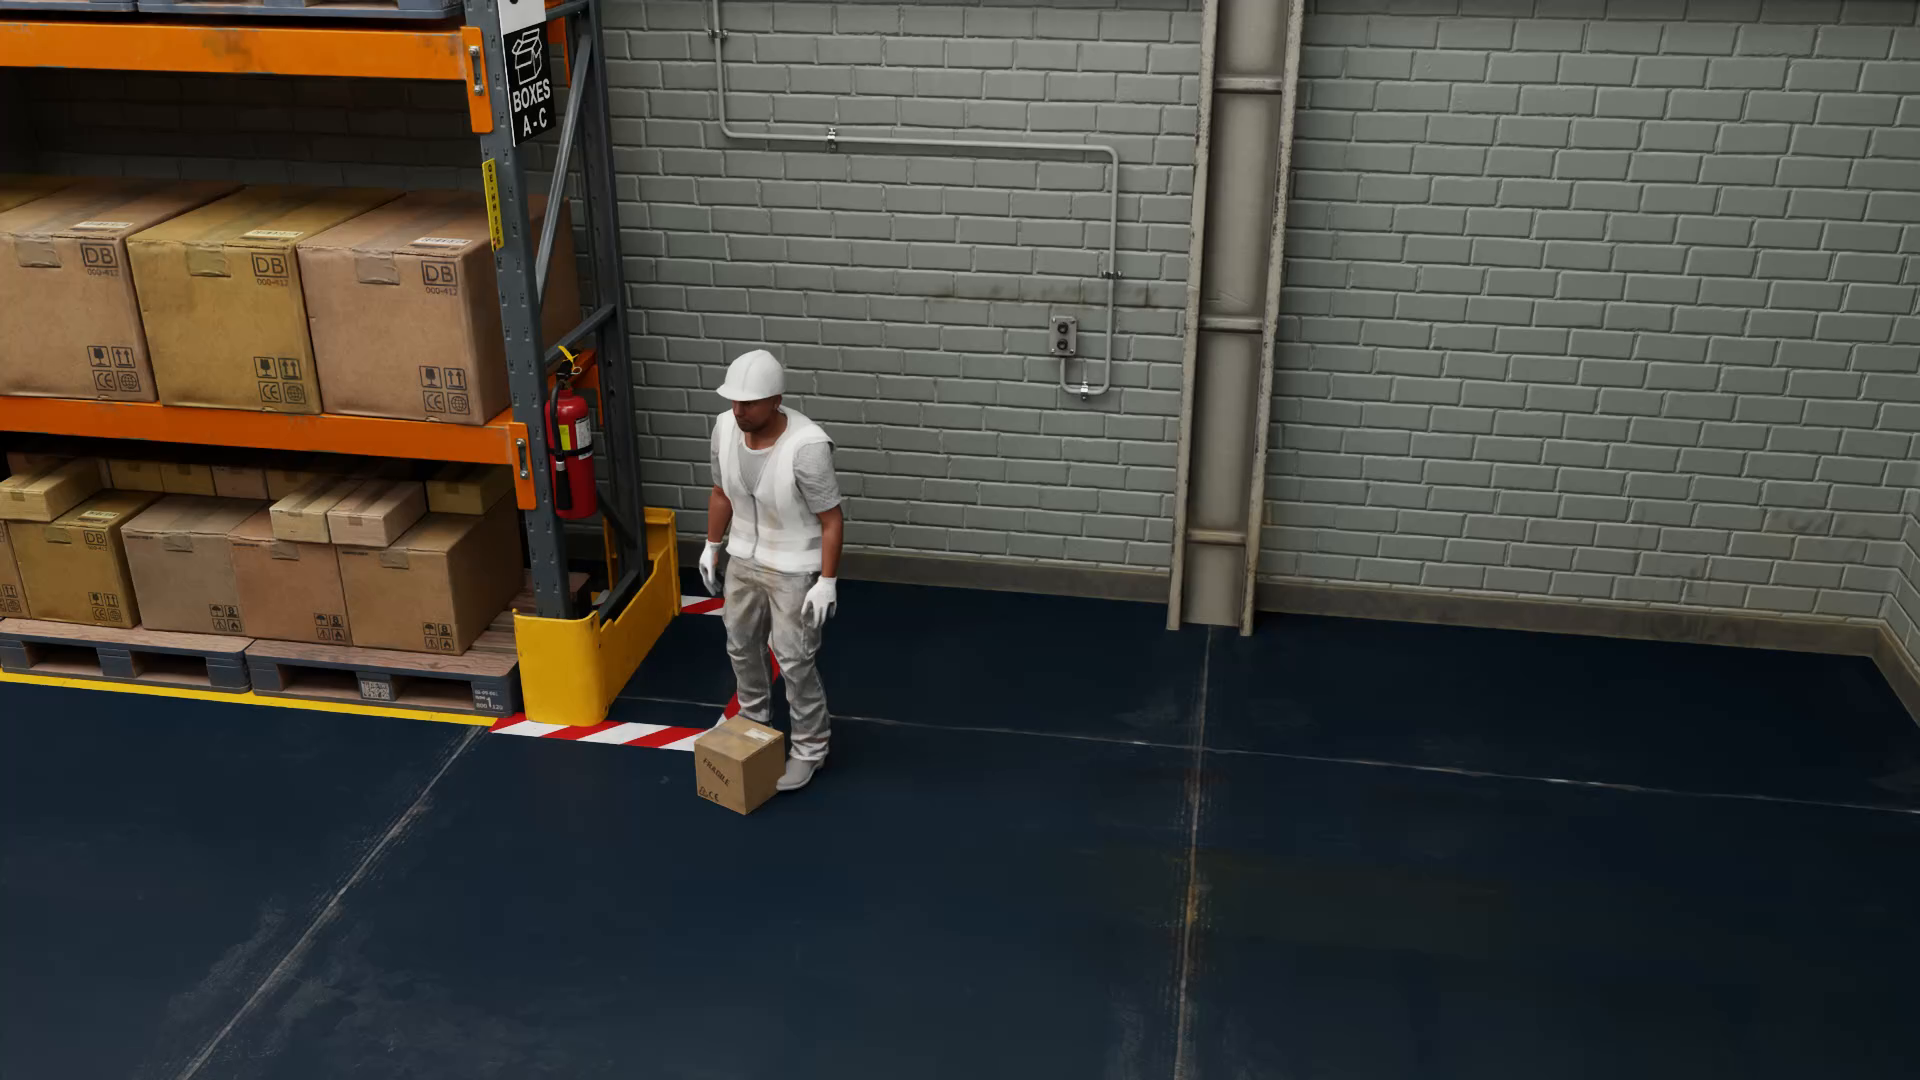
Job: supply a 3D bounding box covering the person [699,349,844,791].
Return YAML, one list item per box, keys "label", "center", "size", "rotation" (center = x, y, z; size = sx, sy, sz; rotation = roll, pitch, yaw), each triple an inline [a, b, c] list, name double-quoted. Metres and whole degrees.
- label: "person"
  center: [-0.719, 0.109, 6.355]
  size: [0.631, 1.776, 0.443]
  rotation: [16, 29, 30]
